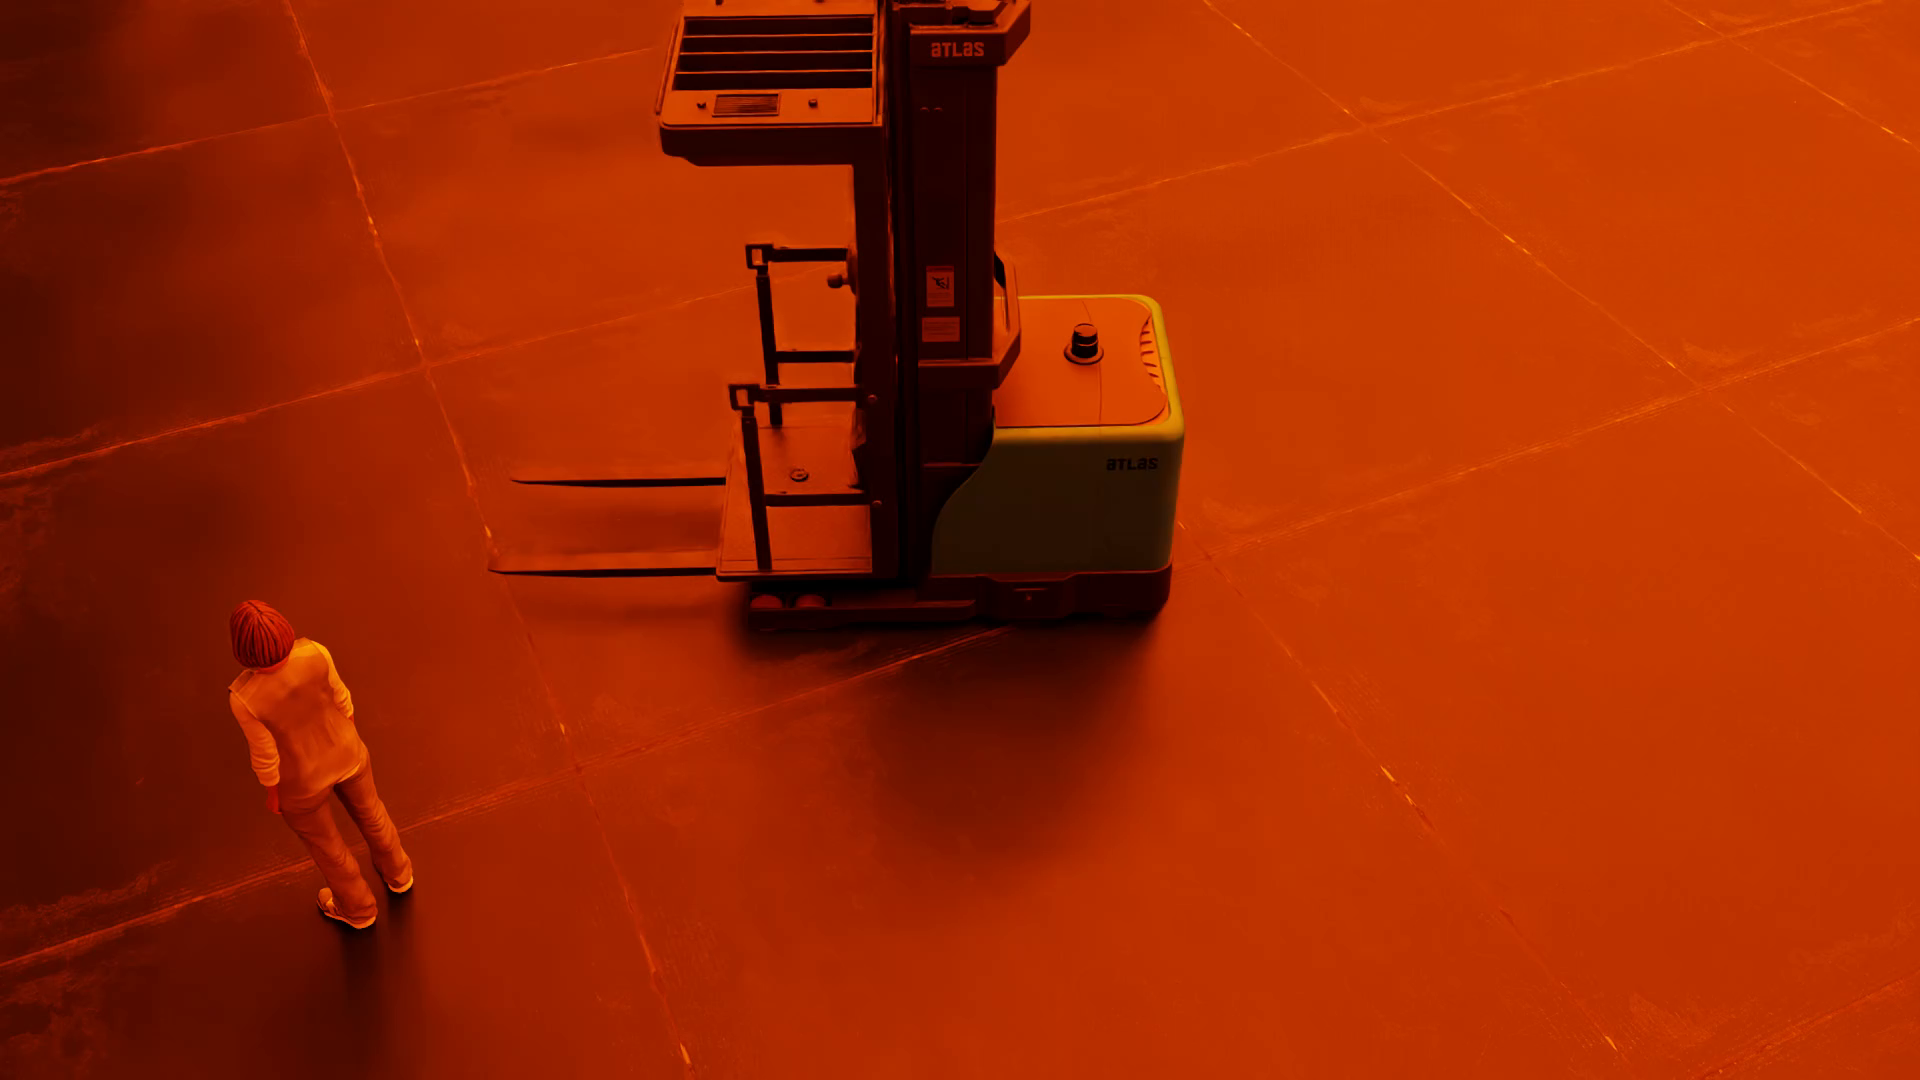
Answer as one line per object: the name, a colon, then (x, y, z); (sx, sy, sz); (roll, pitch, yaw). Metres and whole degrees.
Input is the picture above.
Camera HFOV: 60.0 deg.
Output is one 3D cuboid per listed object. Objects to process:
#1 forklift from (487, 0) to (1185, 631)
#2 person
forklift: (-0.591, -1.034, 6.788); (3.031, 2.935, 1.130); (-1, 43, -1)
person: (-2.259, 0.787, 5.814); (0.330, 1.602, 0.409); (29, 50, 27)
